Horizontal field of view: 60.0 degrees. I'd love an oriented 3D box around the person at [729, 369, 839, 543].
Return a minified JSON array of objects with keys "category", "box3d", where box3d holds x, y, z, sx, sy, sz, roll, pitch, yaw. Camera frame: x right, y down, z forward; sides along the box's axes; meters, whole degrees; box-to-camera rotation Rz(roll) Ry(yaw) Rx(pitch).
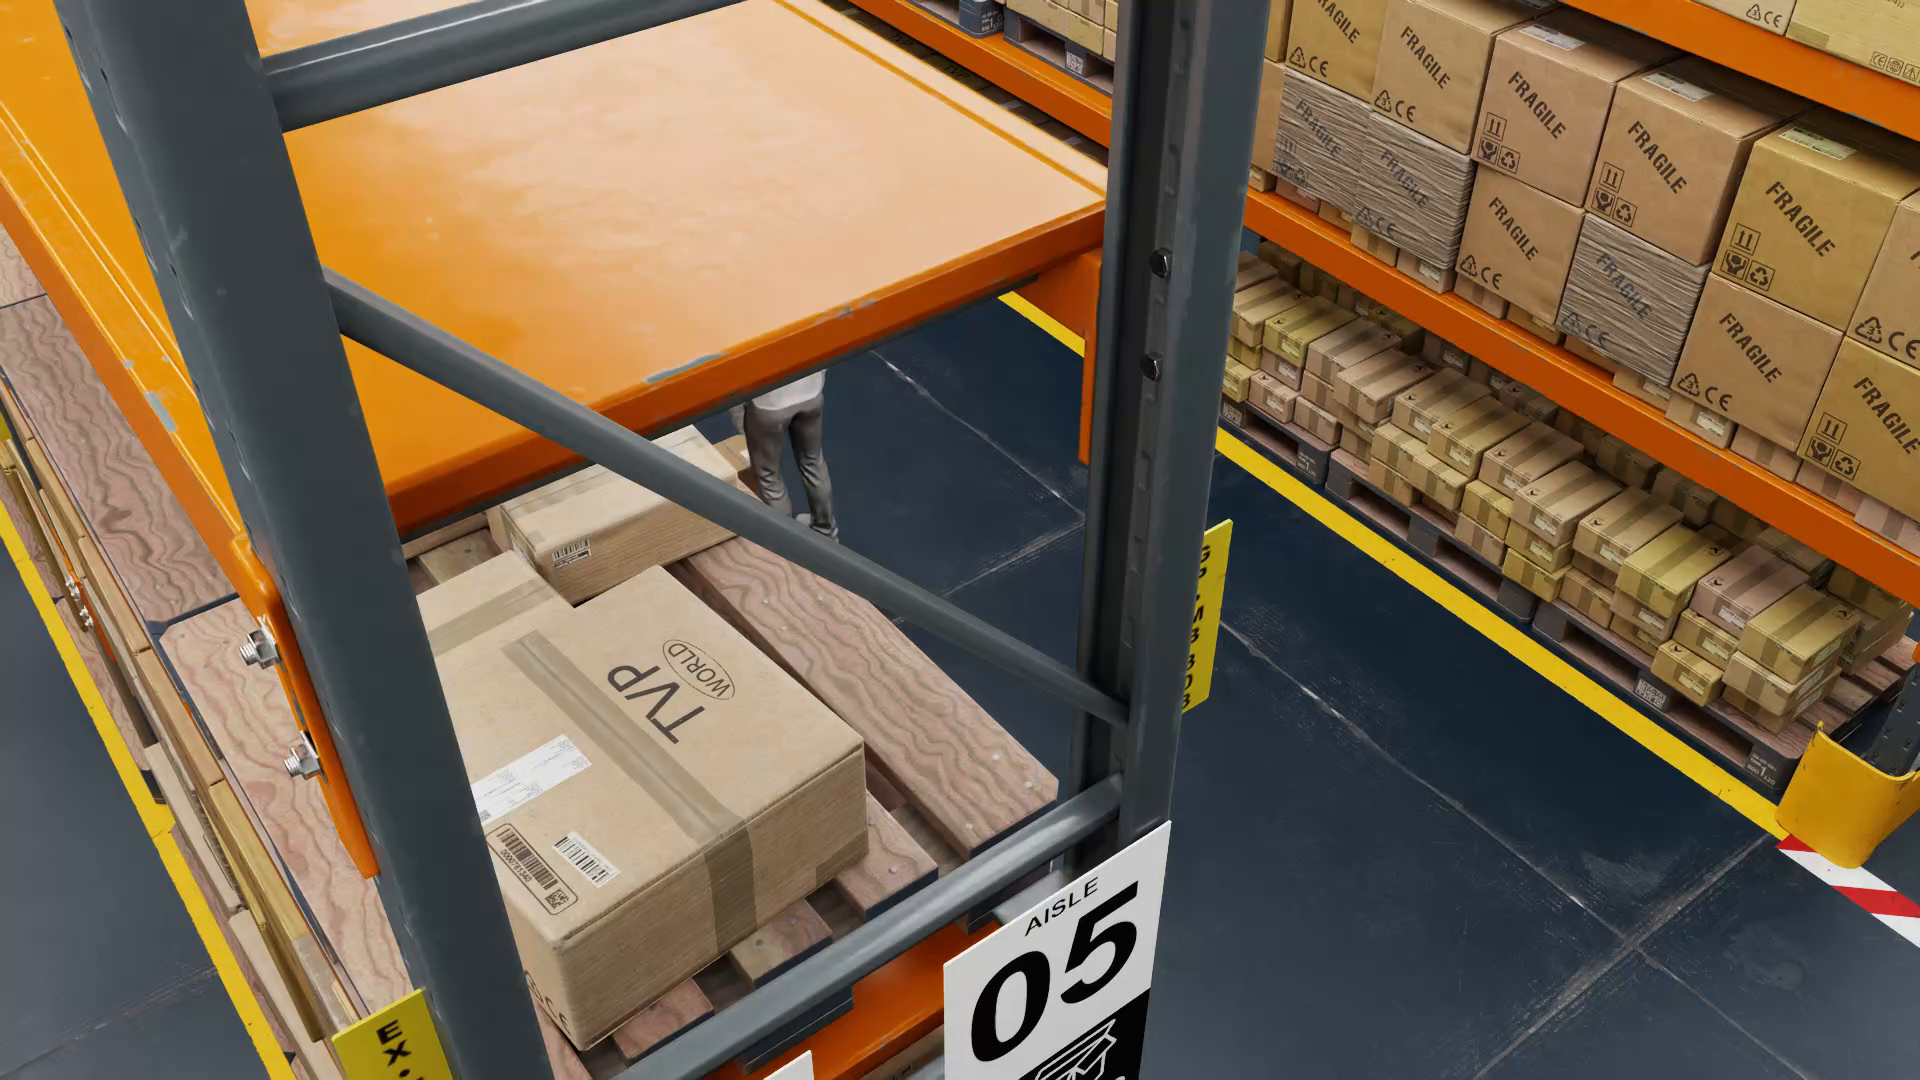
[{"category":"person","box3d":[-0.774,-0.601,7.111,0.467,1.679,0.341,-25,47,-27]}]
